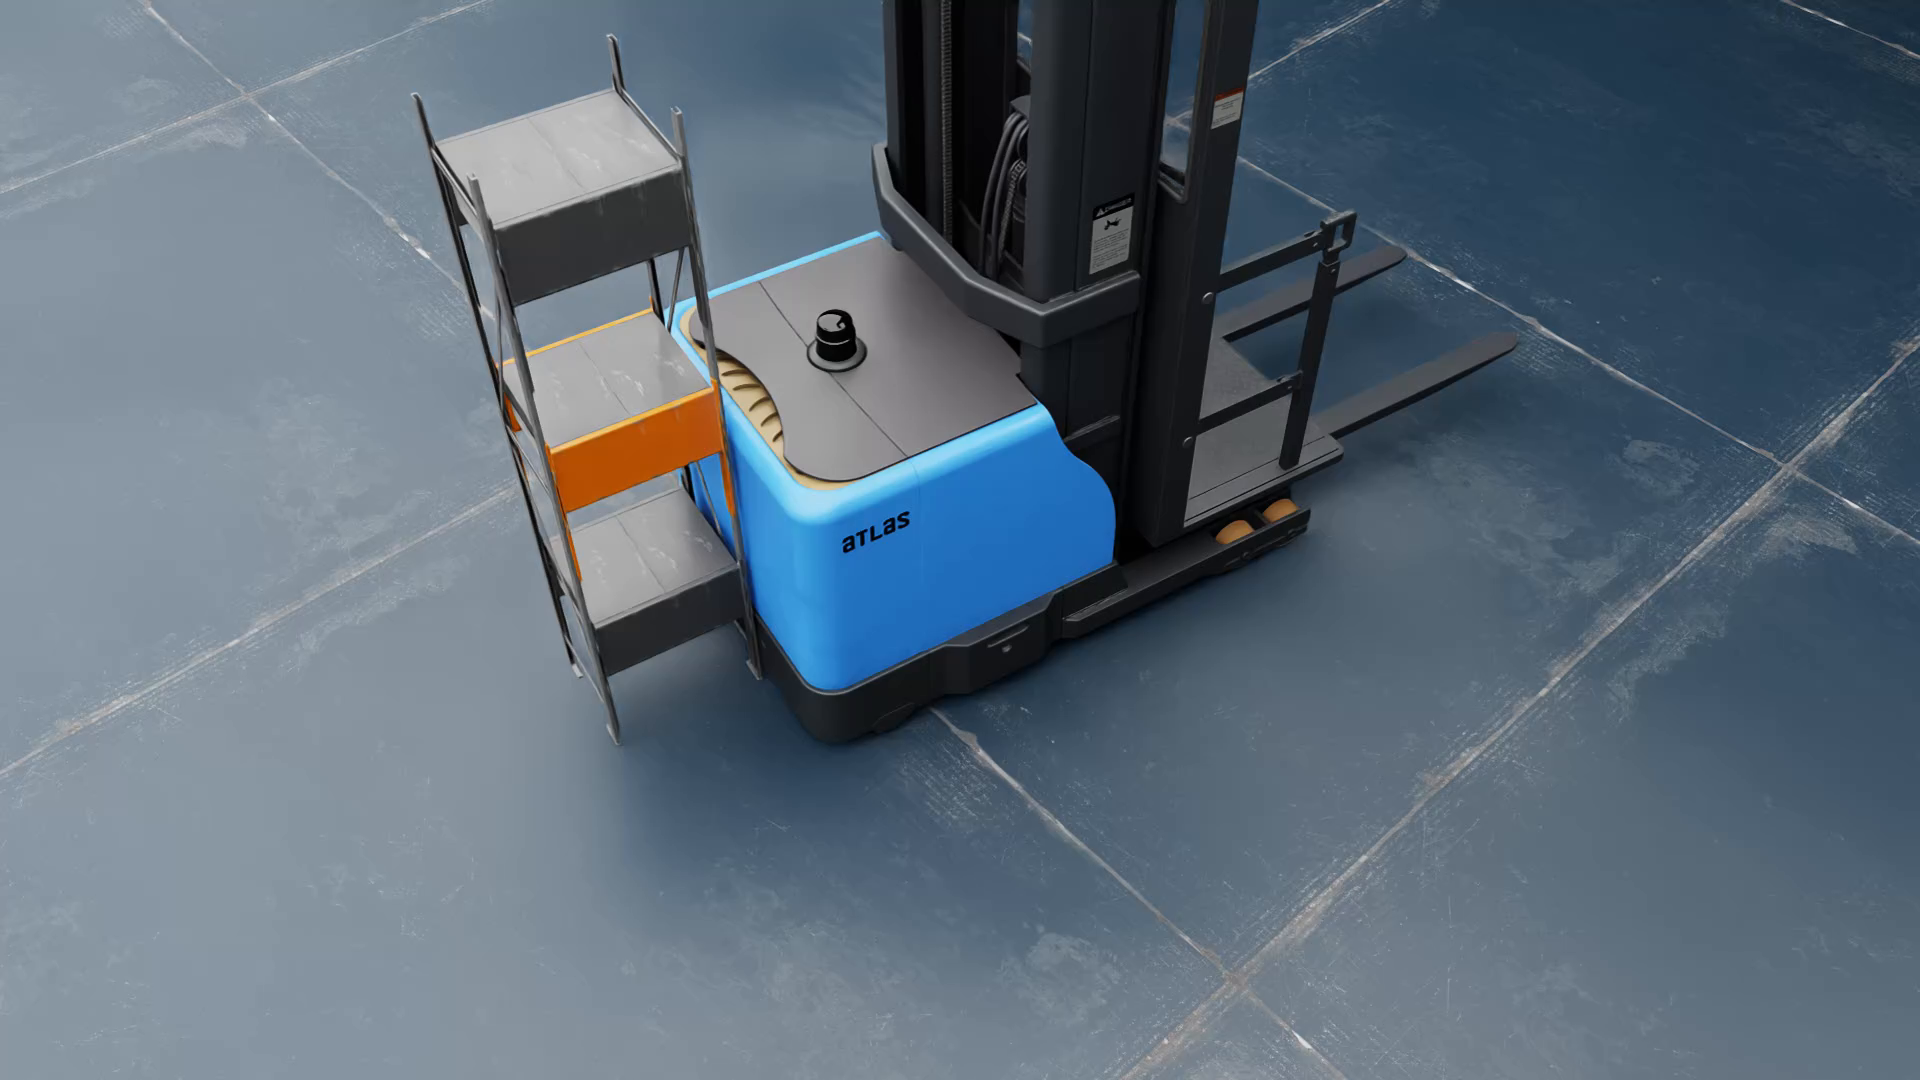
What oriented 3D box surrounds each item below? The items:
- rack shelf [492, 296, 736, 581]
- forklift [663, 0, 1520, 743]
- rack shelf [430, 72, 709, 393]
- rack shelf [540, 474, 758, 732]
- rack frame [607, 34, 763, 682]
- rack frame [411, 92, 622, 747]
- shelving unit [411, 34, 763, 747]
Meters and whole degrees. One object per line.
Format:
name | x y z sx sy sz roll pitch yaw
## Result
rack shelf | -0.952 -0.282 4.600 0.480 0.518 0.431 -24 52 -21
forklift | 0.601 -1.206 4.869 3.031 2.935 1.130 -24 52 -21
rack shelf | -0.952 -0.757 4.086 0.480 0.518 0.431 -24 52 -21
rack shelf | -0.952 0.193 5.115 0.480 0.518 0.431 -24 52 -21
rack frame | -0.744 -0.385 4.677 0.015 2.100 0.400 -24 52 -21
rack frame | -1.160 -0.198 4.504 0.015 2.100 0.400 -24 52 -21
shelving unit | -0.952 -0.291 4.590 0.503 2.100 0.431 -24 52 -21
